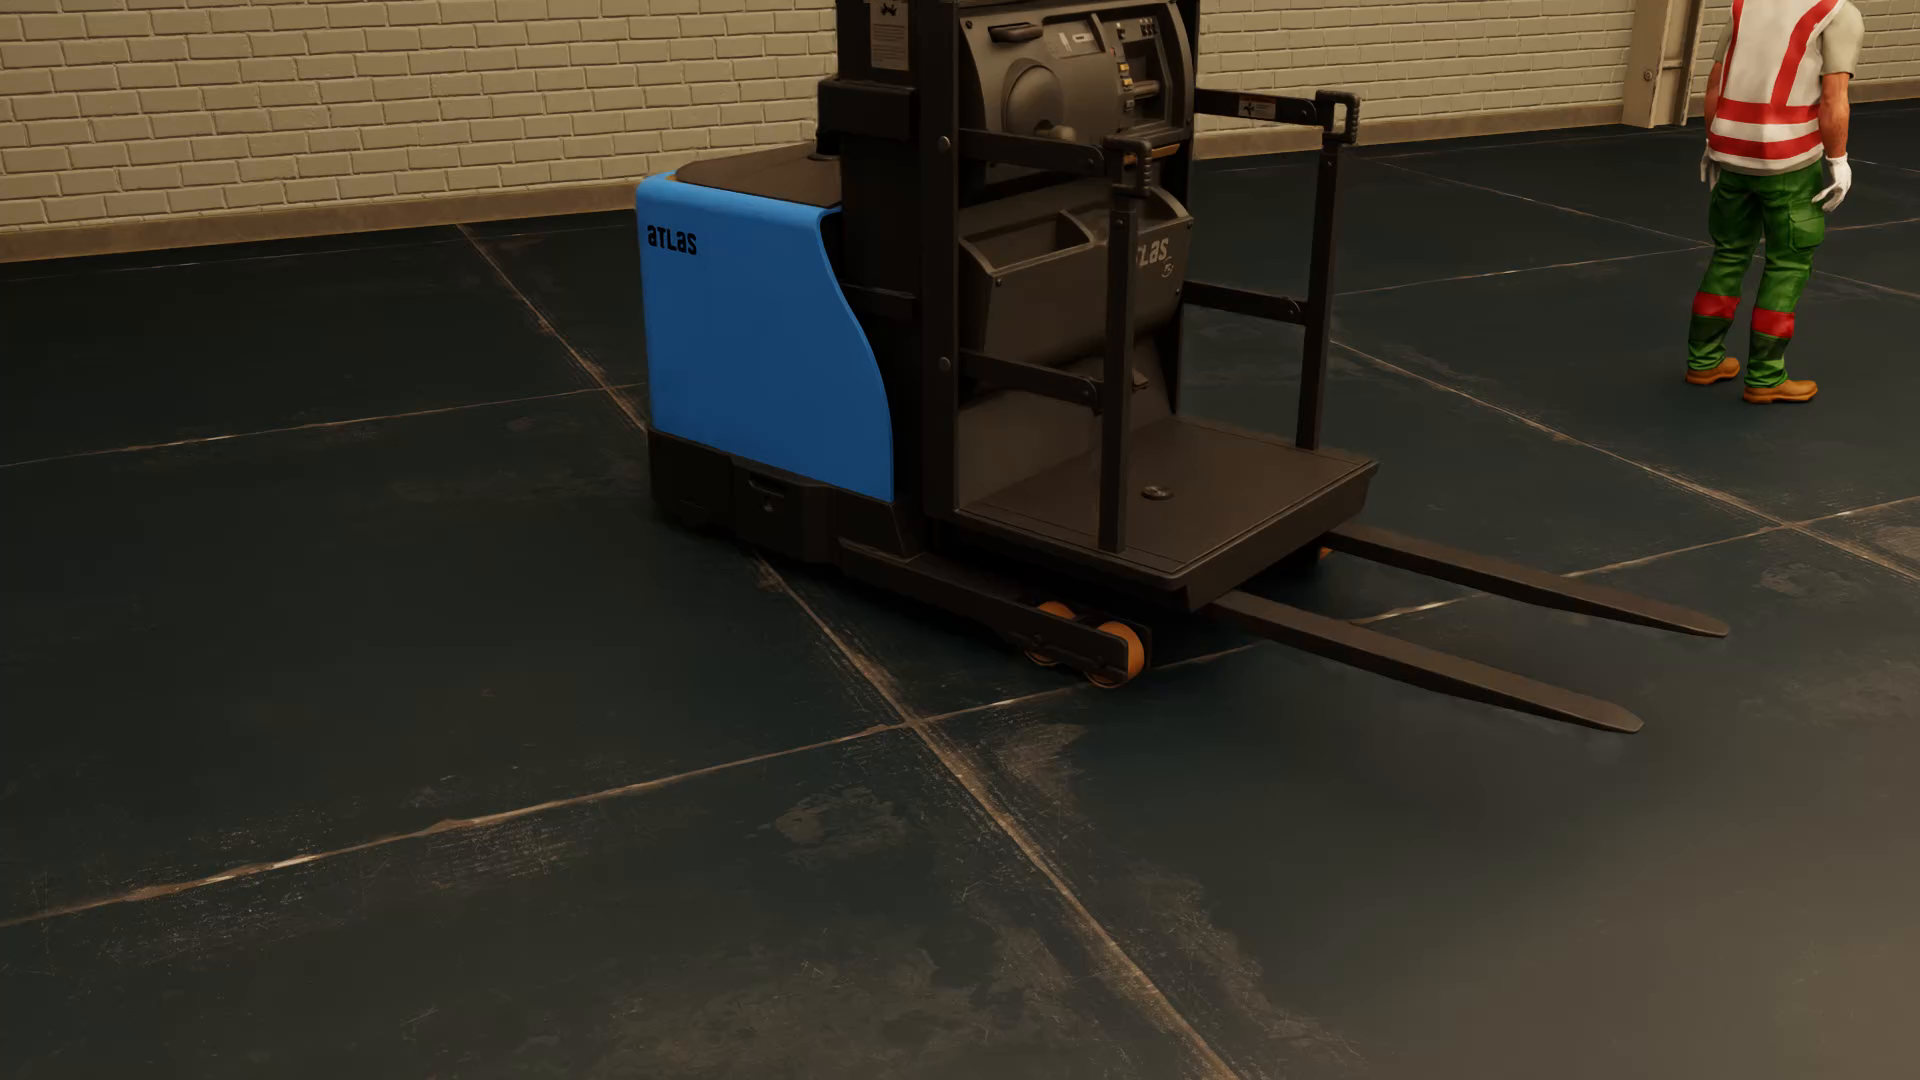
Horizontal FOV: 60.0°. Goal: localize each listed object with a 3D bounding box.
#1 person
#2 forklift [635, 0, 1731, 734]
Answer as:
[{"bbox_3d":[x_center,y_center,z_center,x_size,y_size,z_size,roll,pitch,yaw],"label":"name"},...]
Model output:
[{"bbox_3d":[3.048,-1.422,6.218,0.454,1.777,0.607,-11,25,-25],"label":"person"},{"bbox_3d":[0.484,-1.207,4.192,3.031,2.935,1.130,18,28,36],"label":"forklift"}]
